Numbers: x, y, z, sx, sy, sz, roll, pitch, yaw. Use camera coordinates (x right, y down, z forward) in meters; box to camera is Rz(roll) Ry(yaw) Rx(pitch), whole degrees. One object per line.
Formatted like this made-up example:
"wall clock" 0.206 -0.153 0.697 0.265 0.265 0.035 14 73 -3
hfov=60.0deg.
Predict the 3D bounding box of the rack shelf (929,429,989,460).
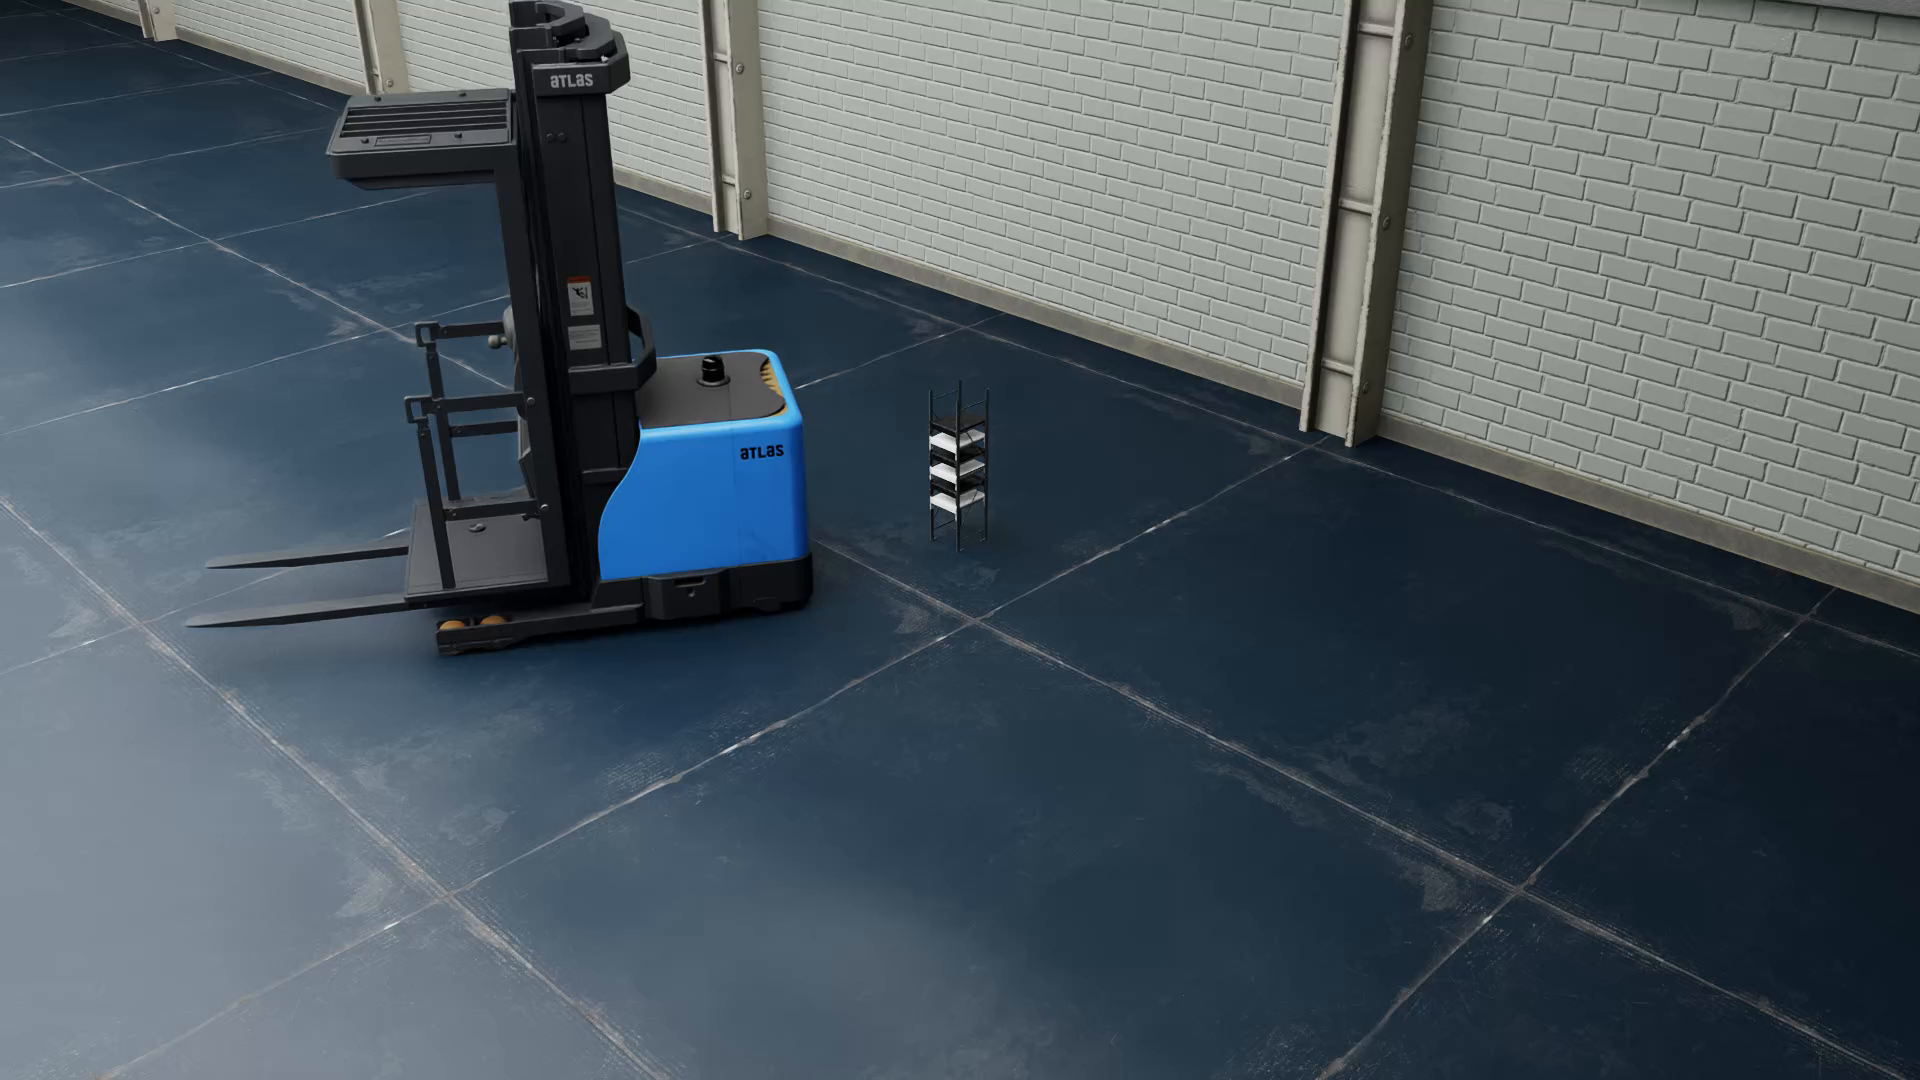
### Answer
"rack shelf" -0.006 -0.531 8.977 0.200 0.077 0.258 25 36 38

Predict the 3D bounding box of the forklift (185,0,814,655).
"forklift" -2.330 -1.004 8.009 3.031 2.935 1.130 -6 28 -12

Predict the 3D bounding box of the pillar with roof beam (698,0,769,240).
"pillar with roof beam" -4.891 -5.203 9.475 0.400 9.000 9.100 25 36 38

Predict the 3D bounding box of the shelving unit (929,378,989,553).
"shelving unit" -0.006 -0.401 9.046 0.210 0.900 0.258 25 36 38

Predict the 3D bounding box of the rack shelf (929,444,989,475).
"rack shelf" -0.006 -0.451 9.019 0.200 0.077 0.258 25 36 38

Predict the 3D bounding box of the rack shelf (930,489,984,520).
"rack shelf" -0.006 -0.212 9.145 0.200 0.077 0.258 25 36 38

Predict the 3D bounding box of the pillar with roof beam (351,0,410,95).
"pillar with roof beam" -9.170 -7.160 13.198 0.400 9.000 9.100 25 36 38

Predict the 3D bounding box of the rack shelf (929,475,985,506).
"rack shelf" -0.006 -0.292 9.103 0.200 0.077 0.258 25 36 38

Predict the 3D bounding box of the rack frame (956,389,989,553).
"rack frame" 0.067 -0.368 8.983 0.006 0.900 0.240 25 36 38

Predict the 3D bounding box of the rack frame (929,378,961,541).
"rack frame" -0.078 -0.434 9.109 0.006 0.900 0.240 25 36 38

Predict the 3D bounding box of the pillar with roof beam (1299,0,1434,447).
"pillar with roof beam" -0.613 -3.245 5.752 0.400 9.000 9.100 25 36 38

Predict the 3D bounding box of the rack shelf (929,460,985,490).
"rack shelf" -0.006 -0.371 9.061 0.200 0.077 0.258 25 36 38

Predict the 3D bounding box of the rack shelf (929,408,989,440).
"rack shelf" -0.006 -0.610 8.935 0.200 0.077 0.258 25 36 38

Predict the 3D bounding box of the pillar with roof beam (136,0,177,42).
"pillar with roof beam" -13.448 -9.118 16.922 0.400 9.000 9.100 25 36 38
